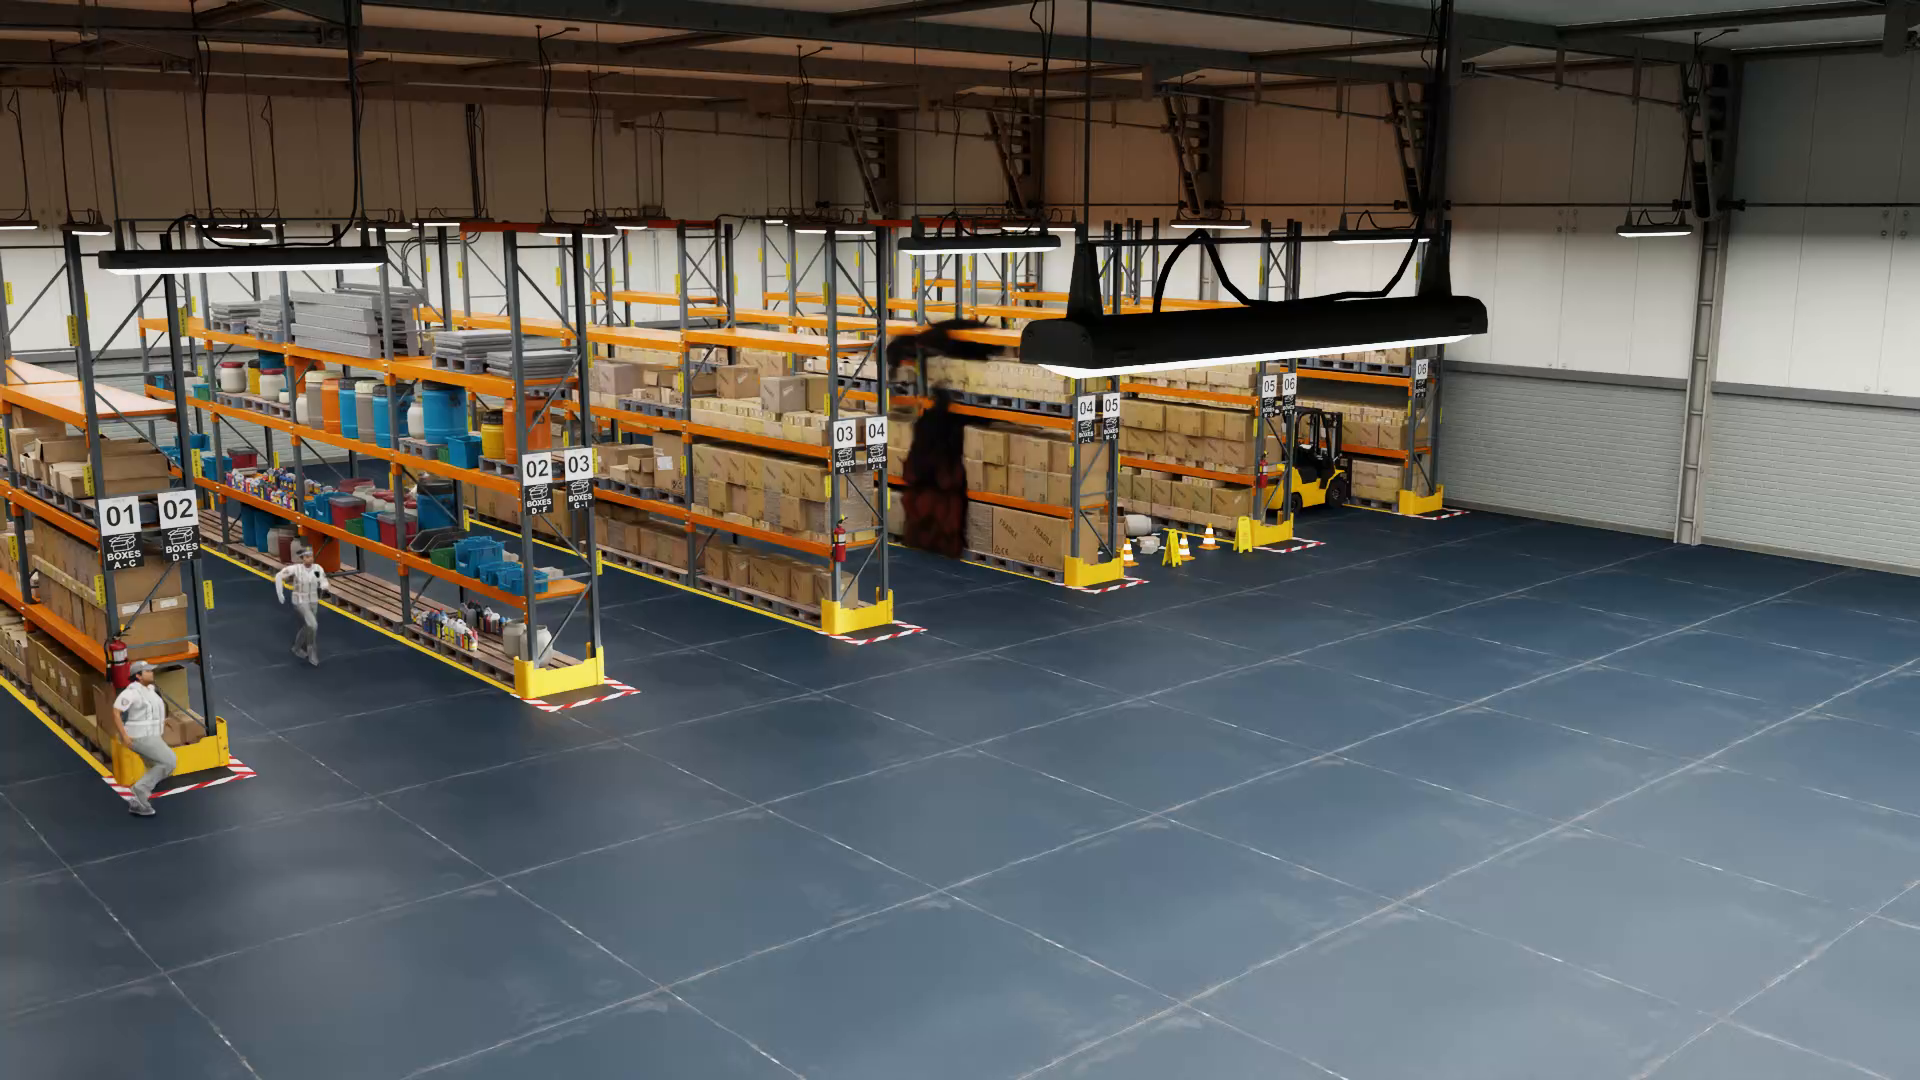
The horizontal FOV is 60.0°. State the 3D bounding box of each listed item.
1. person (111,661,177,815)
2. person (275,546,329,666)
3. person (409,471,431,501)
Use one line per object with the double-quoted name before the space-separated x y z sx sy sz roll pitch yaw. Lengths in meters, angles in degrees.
"person" -8.542 2.069 17.573 0.565 1.598 0.629 -1 11 -5
"person" -9.127 0.897 23.177 0.800 1.693 0.638 10 15 39
"person" -9.650 -0.447 29.962 0.715 1.670 0.599 10 15 40
